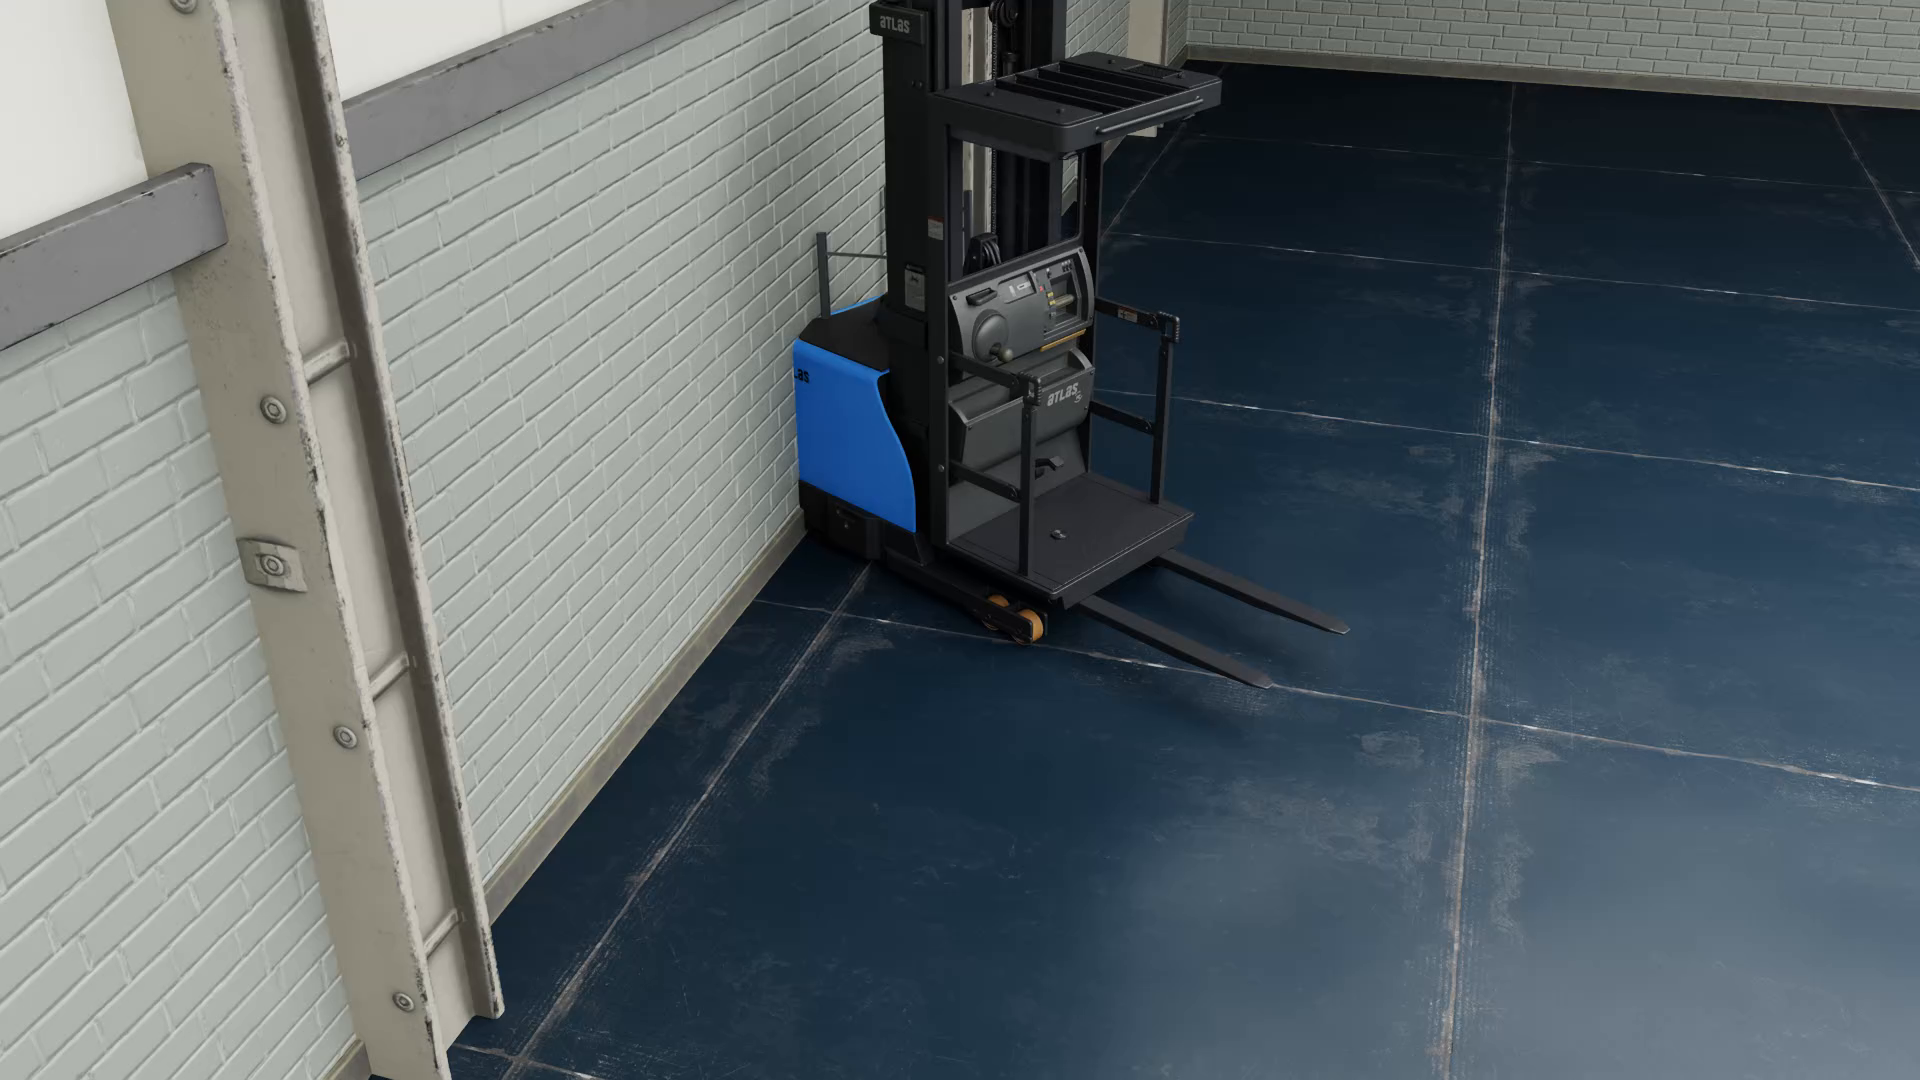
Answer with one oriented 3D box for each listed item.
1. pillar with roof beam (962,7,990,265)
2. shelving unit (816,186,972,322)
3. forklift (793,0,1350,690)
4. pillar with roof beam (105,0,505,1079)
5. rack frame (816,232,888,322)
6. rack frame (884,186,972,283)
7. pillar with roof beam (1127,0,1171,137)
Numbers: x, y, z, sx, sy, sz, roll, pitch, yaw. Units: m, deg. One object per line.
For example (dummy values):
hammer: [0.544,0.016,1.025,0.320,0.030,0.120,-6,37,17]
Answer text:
pillar with roof beam: [4.085,-4.401,7.405,9.100,9.000,0.400,8,30,15]
shelving unit: [-0.316,-1.045,9.034,0.587,1.500,1.083,6,26,16]
forklift: [0.453,-1.071,7.661,3.031,2.935,1.130,25,38,37]
pillar with roof beam: [2.324,-1.613,2.393,9.100,9.000,0.400,8,30,15]
rack frame: [-0.462,-0.839,8.603,0.500,1.500,0.032,6,26,16]
rack frame: [-0.165,-1.259,9.480,0.500,1.500,0.032,6,26,16]
pillar with roof beam: [5.846,-7.190,12.418,9.100,9.000,0.400,8,30,15]
